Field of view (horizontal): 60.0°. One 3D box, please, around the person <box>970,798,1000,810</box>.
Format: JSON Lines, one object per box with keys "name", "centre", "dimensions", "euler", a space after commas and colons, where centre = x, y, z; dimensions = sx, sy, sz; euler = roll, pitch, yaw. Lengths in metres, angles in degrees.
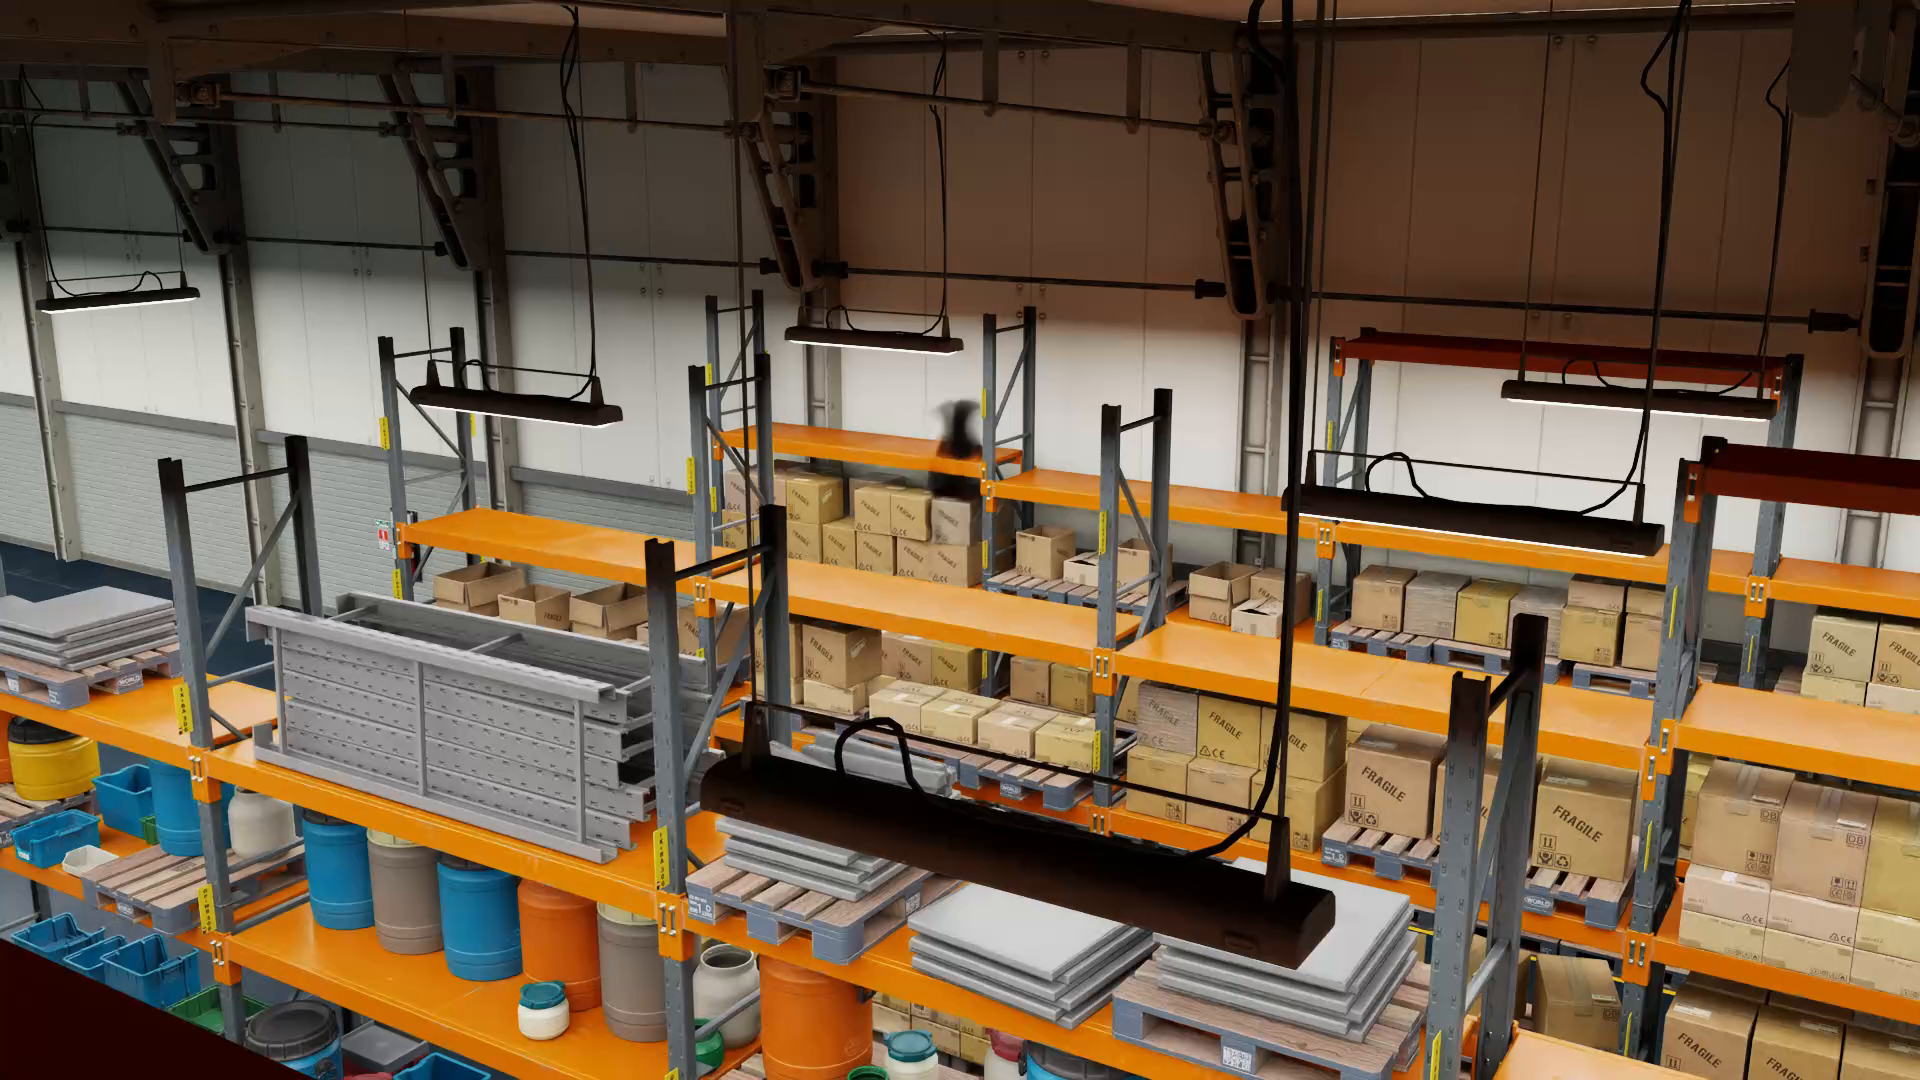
{"name": "person", "centre": [0.159, 3.231, 16.533], "dimensions": [0.655, 1.743, 0.641], "euler": [7, 16, 27]}
